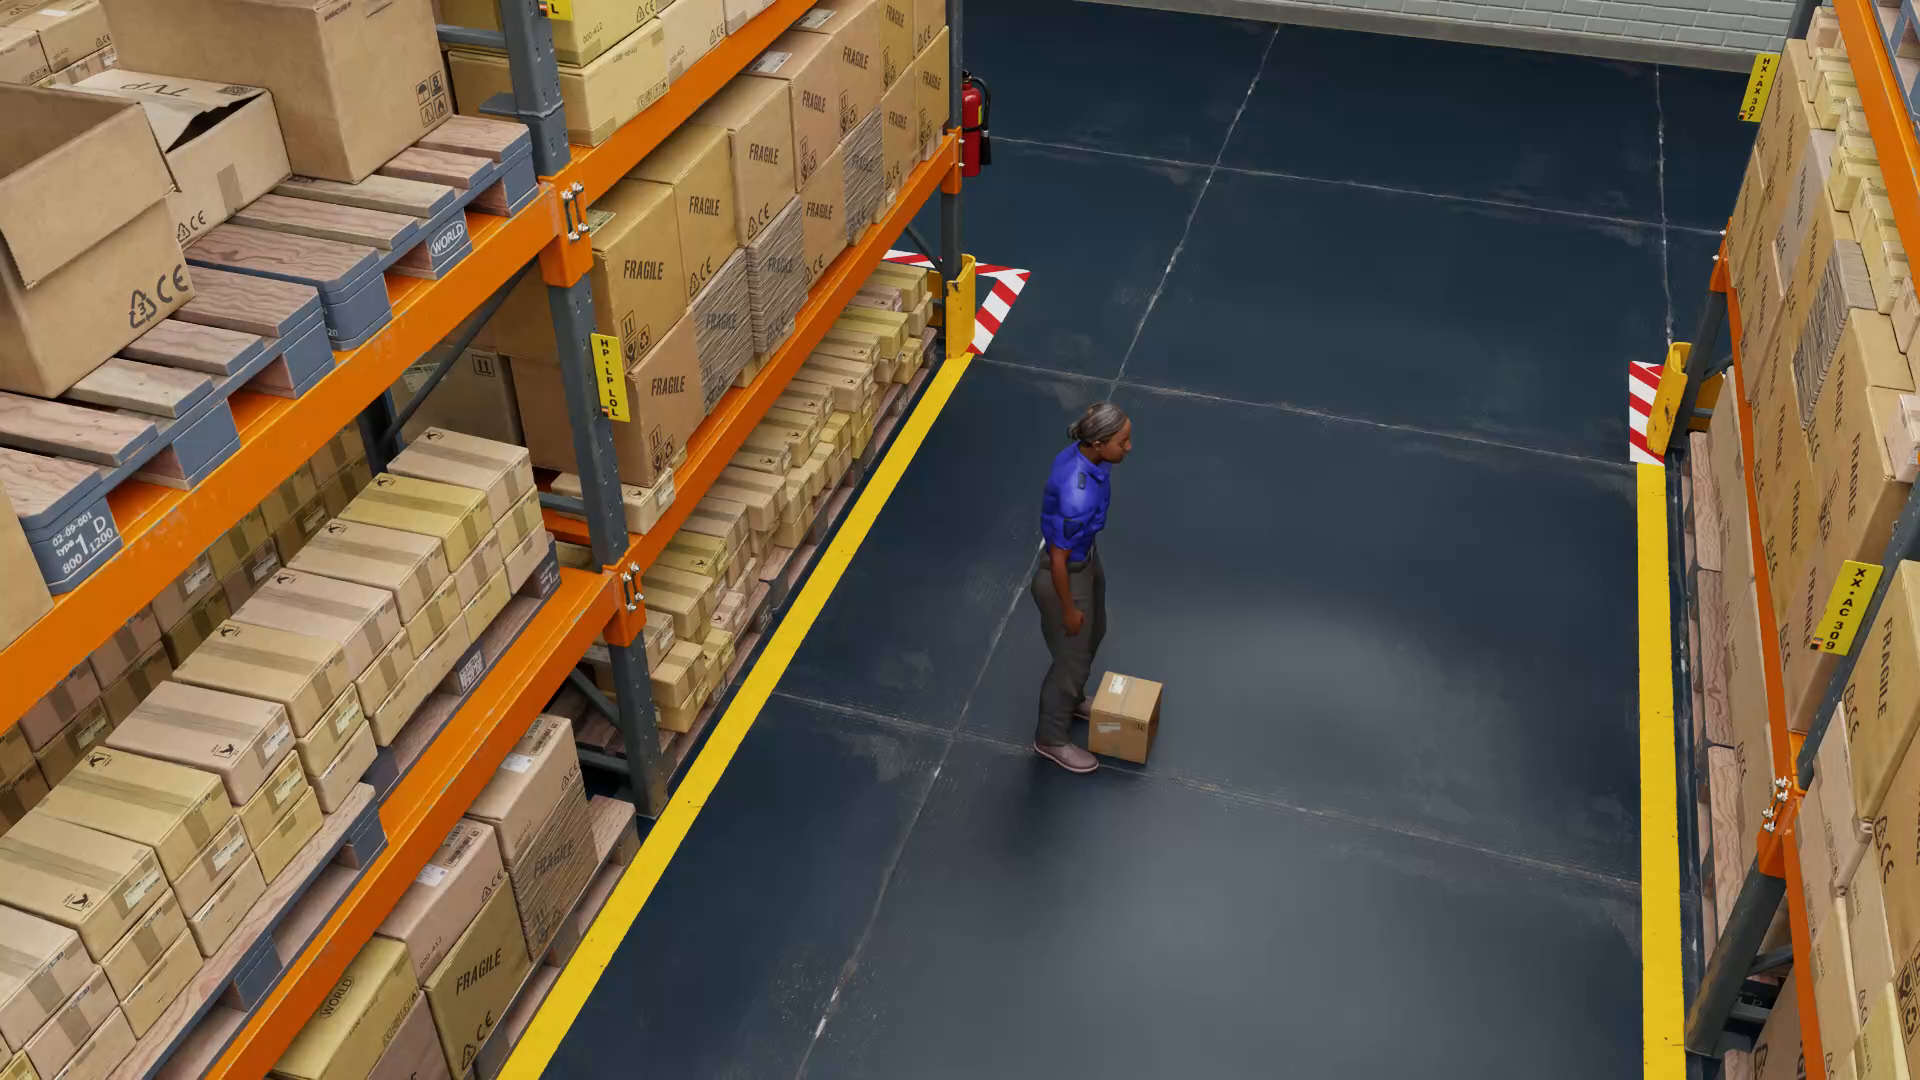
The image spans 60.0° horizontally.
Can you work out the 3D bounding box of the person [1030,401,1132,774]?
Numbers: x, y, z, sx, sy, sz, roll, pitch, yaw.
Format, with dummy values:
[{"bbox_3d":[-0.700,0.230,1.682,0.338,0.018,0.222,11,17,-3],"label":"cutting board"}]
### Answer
[{"bbox_3d":[0.473,0.161,6.684,0.350,1.653,0.518,9,38,12],"label":"person"}]
